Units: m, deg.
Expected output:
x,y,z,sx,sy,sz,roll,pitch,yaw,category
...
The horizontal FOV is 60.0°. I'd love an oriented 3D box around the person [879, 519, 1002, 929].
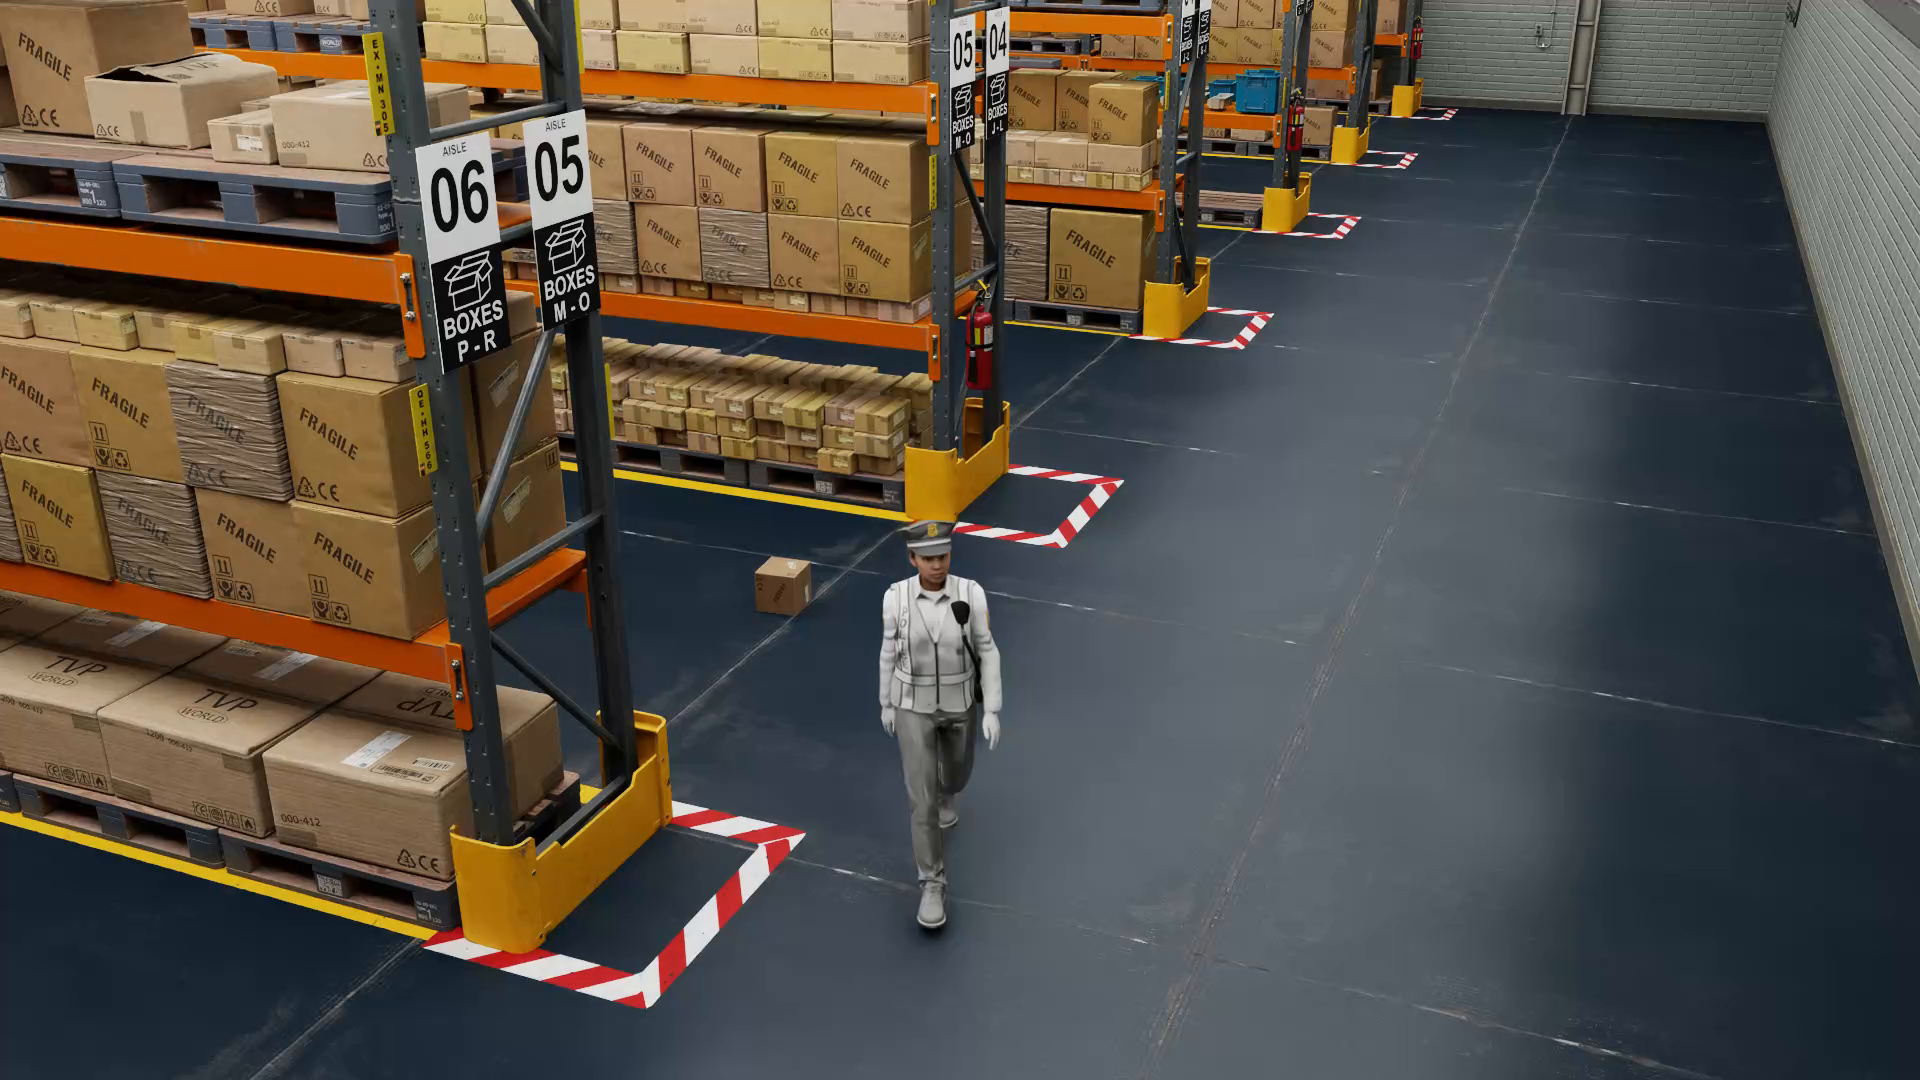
x,y,z,sx,sy,sz,roll,pitch,yaw,category
-0.081,0.672,6.910,0.496,1.646,0.905,-3,23,-7,person
